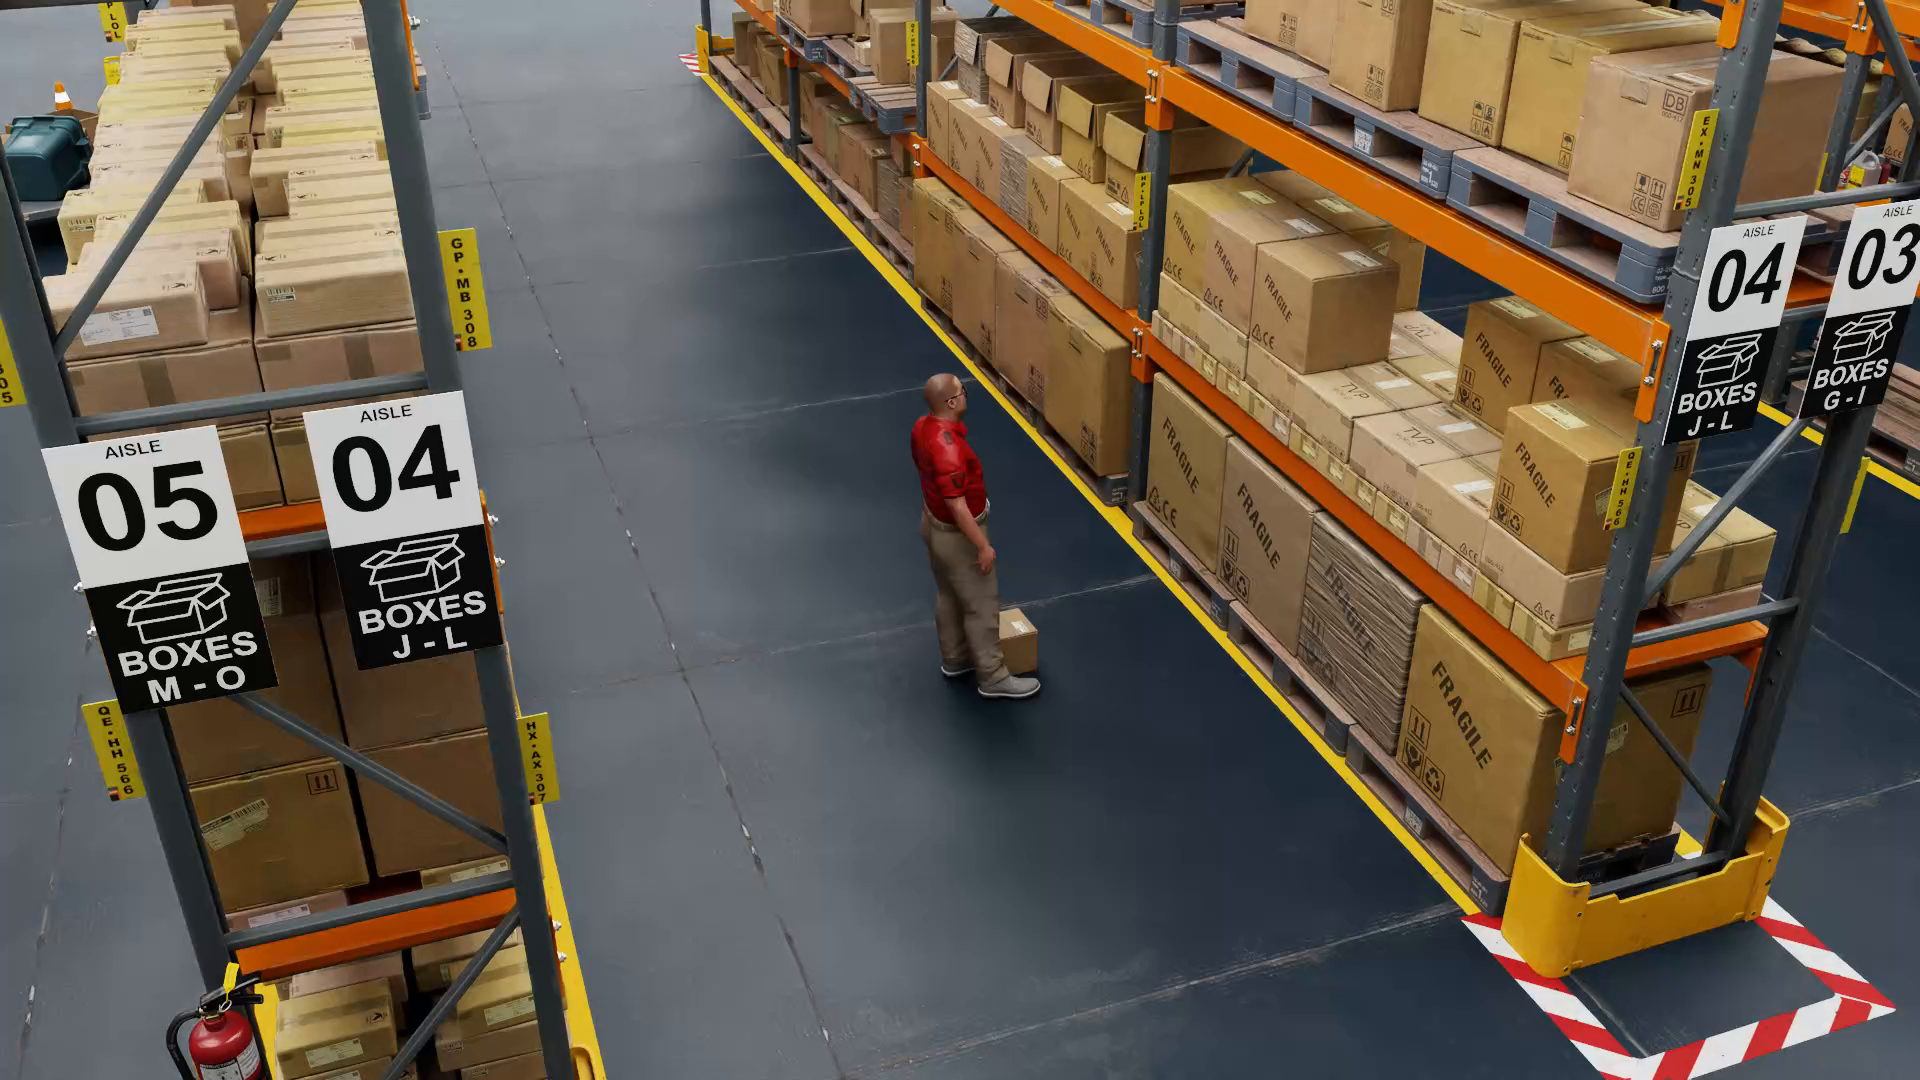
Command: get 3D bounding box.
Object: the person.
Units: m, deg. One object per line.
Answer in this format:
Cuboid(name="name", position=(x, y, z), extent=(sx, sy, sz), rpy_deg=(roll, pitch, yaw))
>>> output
Cuboid(name="person", position=(0.070, -0.045, 8.422), extent=(0.550, 1.728, 0.642), rpy_deg=(-10, 31, -18))
